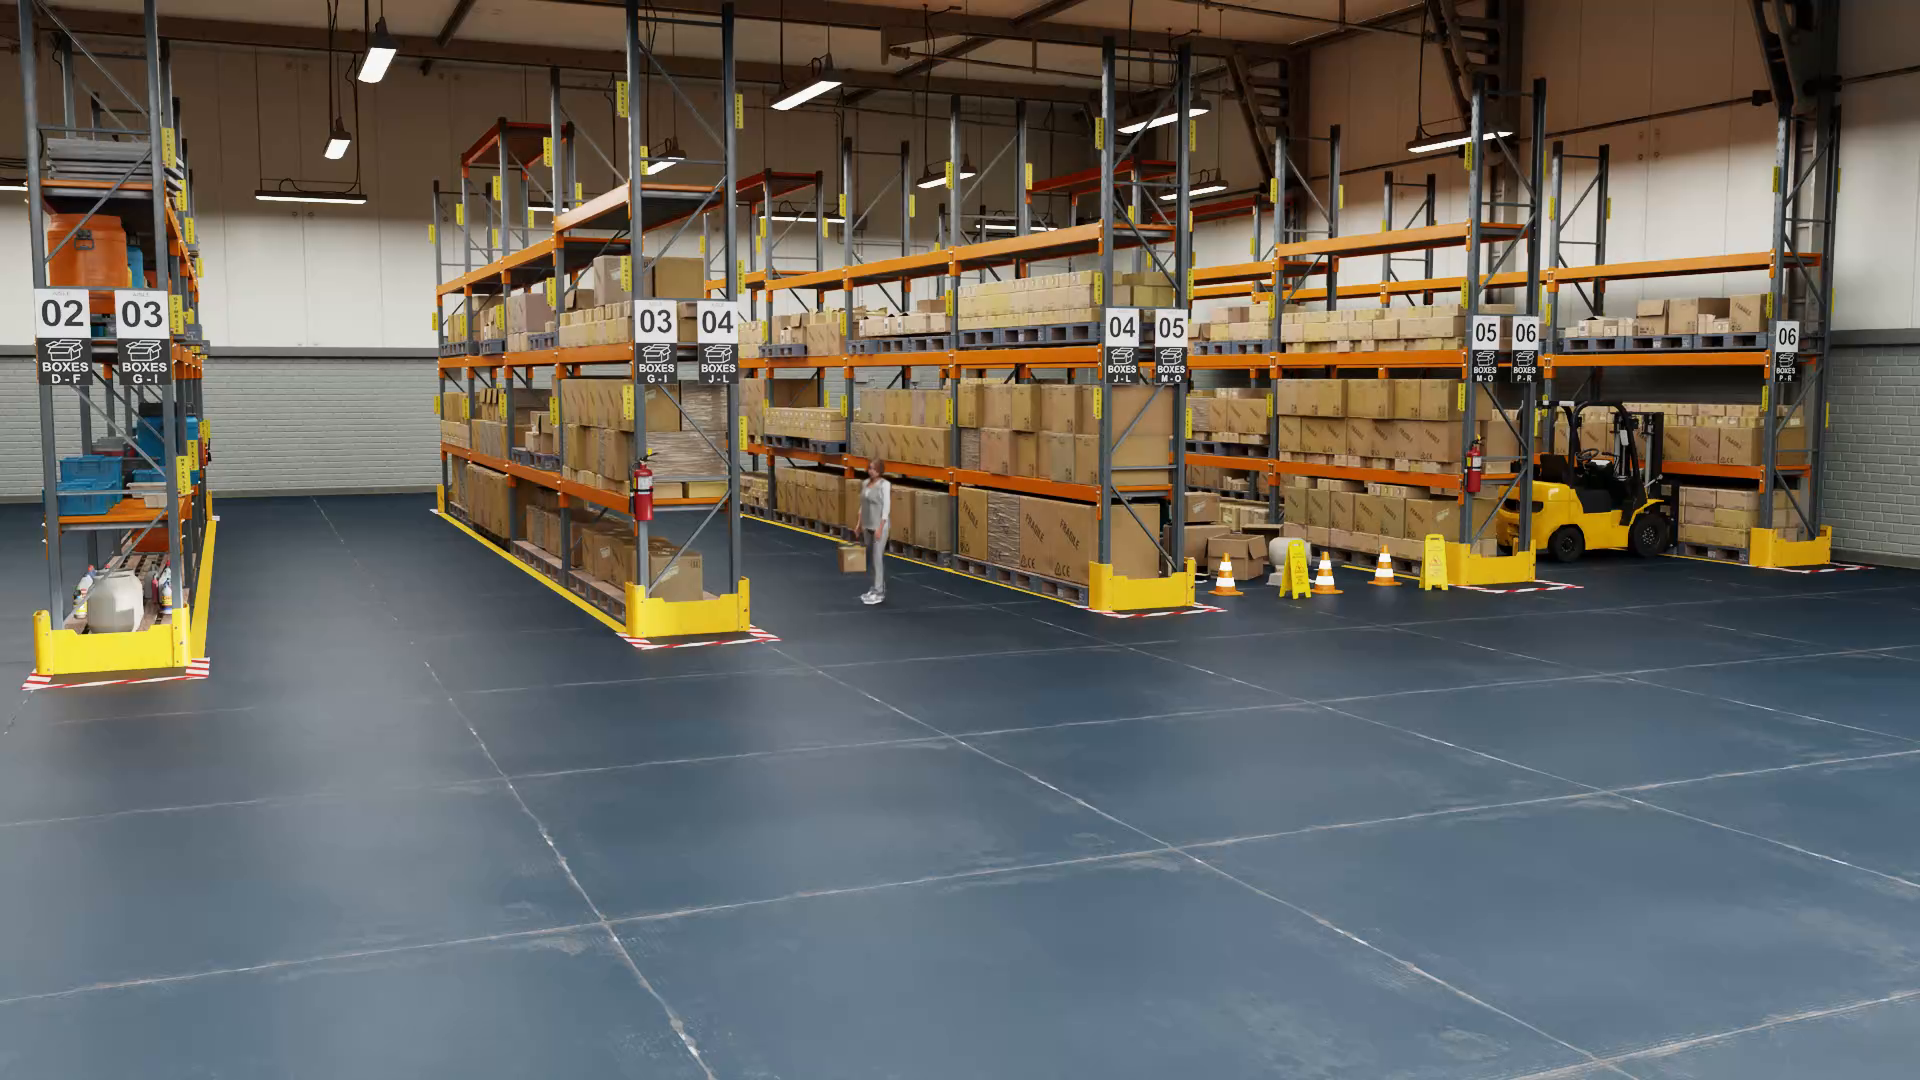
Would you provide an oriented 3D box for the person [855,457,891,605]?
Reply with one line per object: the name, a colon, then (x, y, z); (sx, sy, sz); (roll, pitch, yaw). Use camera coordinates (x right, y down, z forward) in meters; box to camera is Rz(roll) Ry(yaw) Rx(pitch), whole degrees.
person: (-0.947, -0.101, 18.274); (0.470, 1.586, 0.439); (-5, 8, -42)
